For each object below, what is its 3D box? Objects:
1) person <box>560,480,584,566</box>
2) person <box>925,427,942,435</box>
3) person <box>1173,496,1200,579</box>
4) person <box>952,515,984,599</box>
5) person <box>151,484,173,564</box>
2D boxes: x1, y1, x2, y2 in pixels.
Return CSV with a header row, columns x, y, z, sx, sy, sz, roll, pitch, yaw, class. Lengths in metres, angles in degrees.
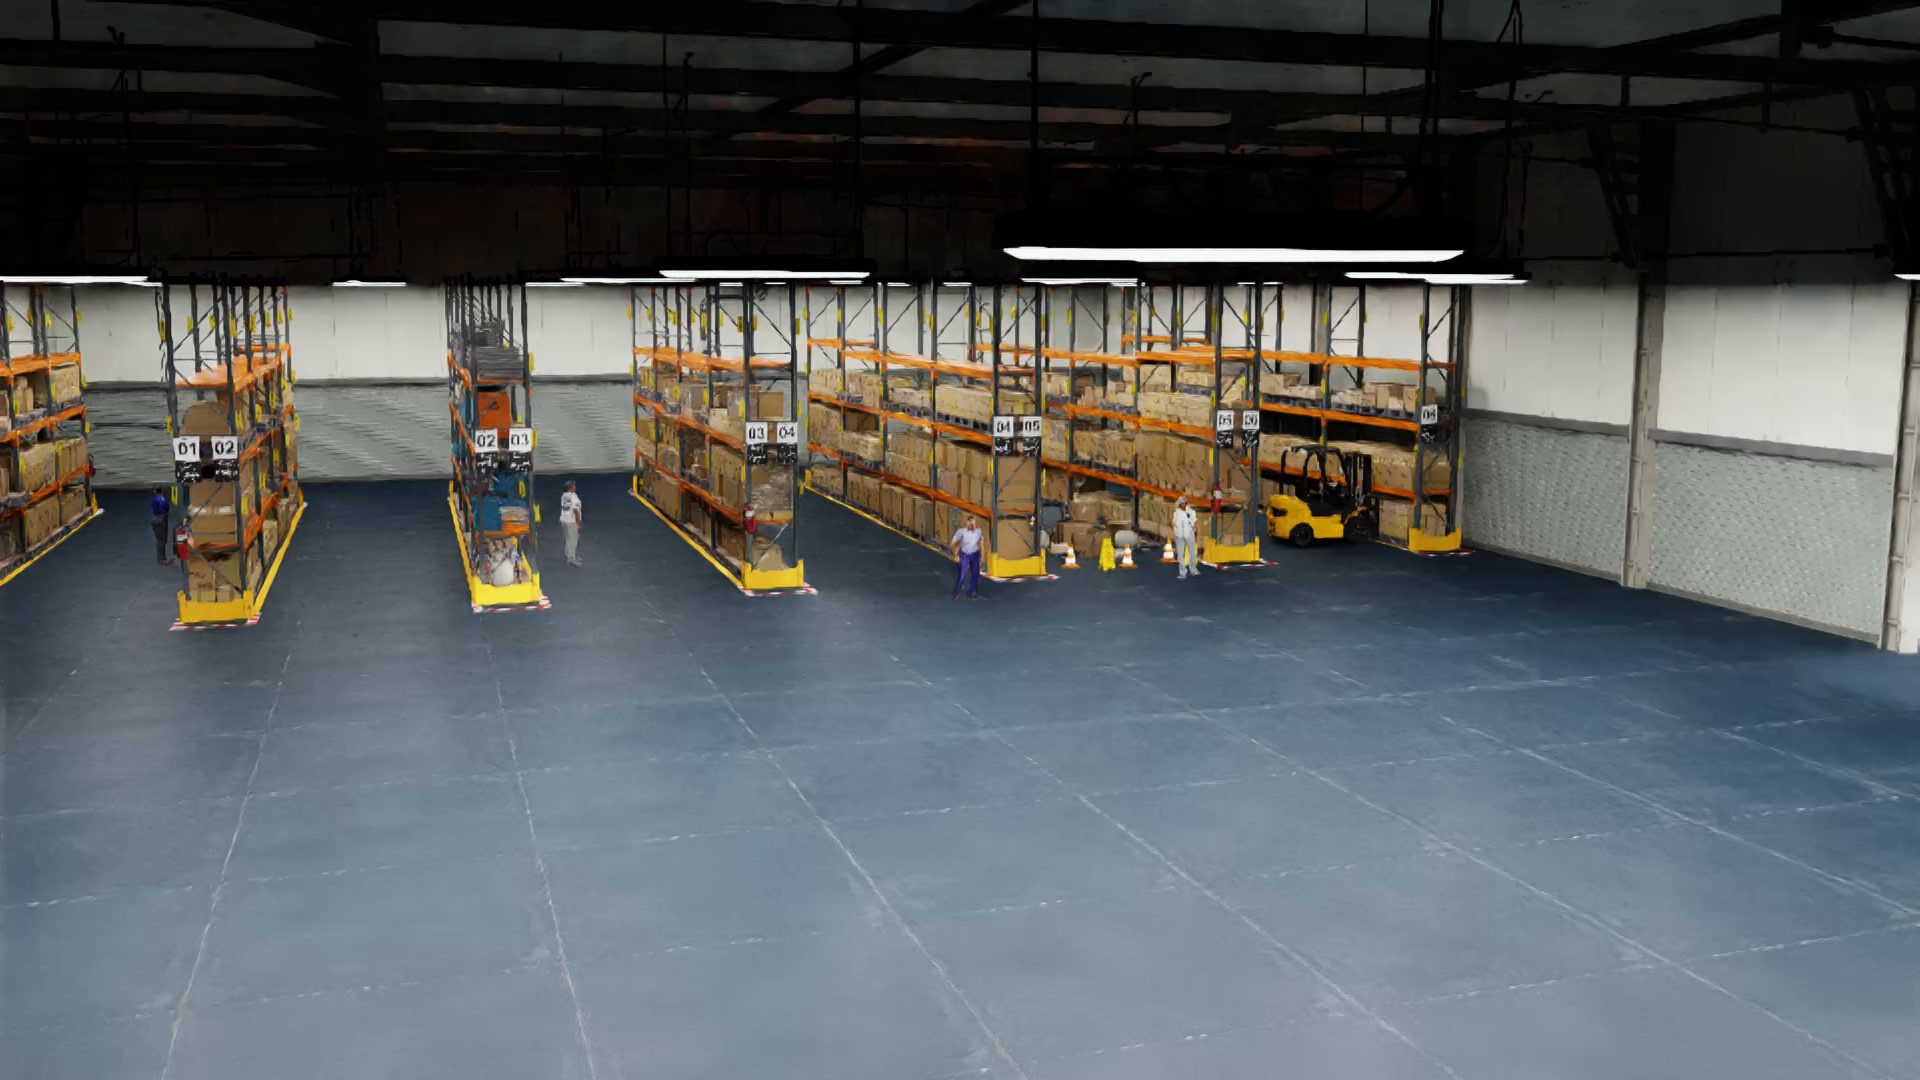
x,y,z,sx,sy,sz,roll,pitch,yaw,class
-8.051,-0.367,34.624,0.492,1.755,0.626,-8,12,-42,person
-0.853,-3.200,53.463,0.601,1.753,0.571,3,9,18,person
4.501,-0.070,33.116,0.532,1.650,0.562,3,9,18,person
0.146,0.313,30.788,0.625,1.596,0.517,-3,9,-20,person
-16.713,-0.352,34.838,0.502,1.663,0.422,7,11,39,person
